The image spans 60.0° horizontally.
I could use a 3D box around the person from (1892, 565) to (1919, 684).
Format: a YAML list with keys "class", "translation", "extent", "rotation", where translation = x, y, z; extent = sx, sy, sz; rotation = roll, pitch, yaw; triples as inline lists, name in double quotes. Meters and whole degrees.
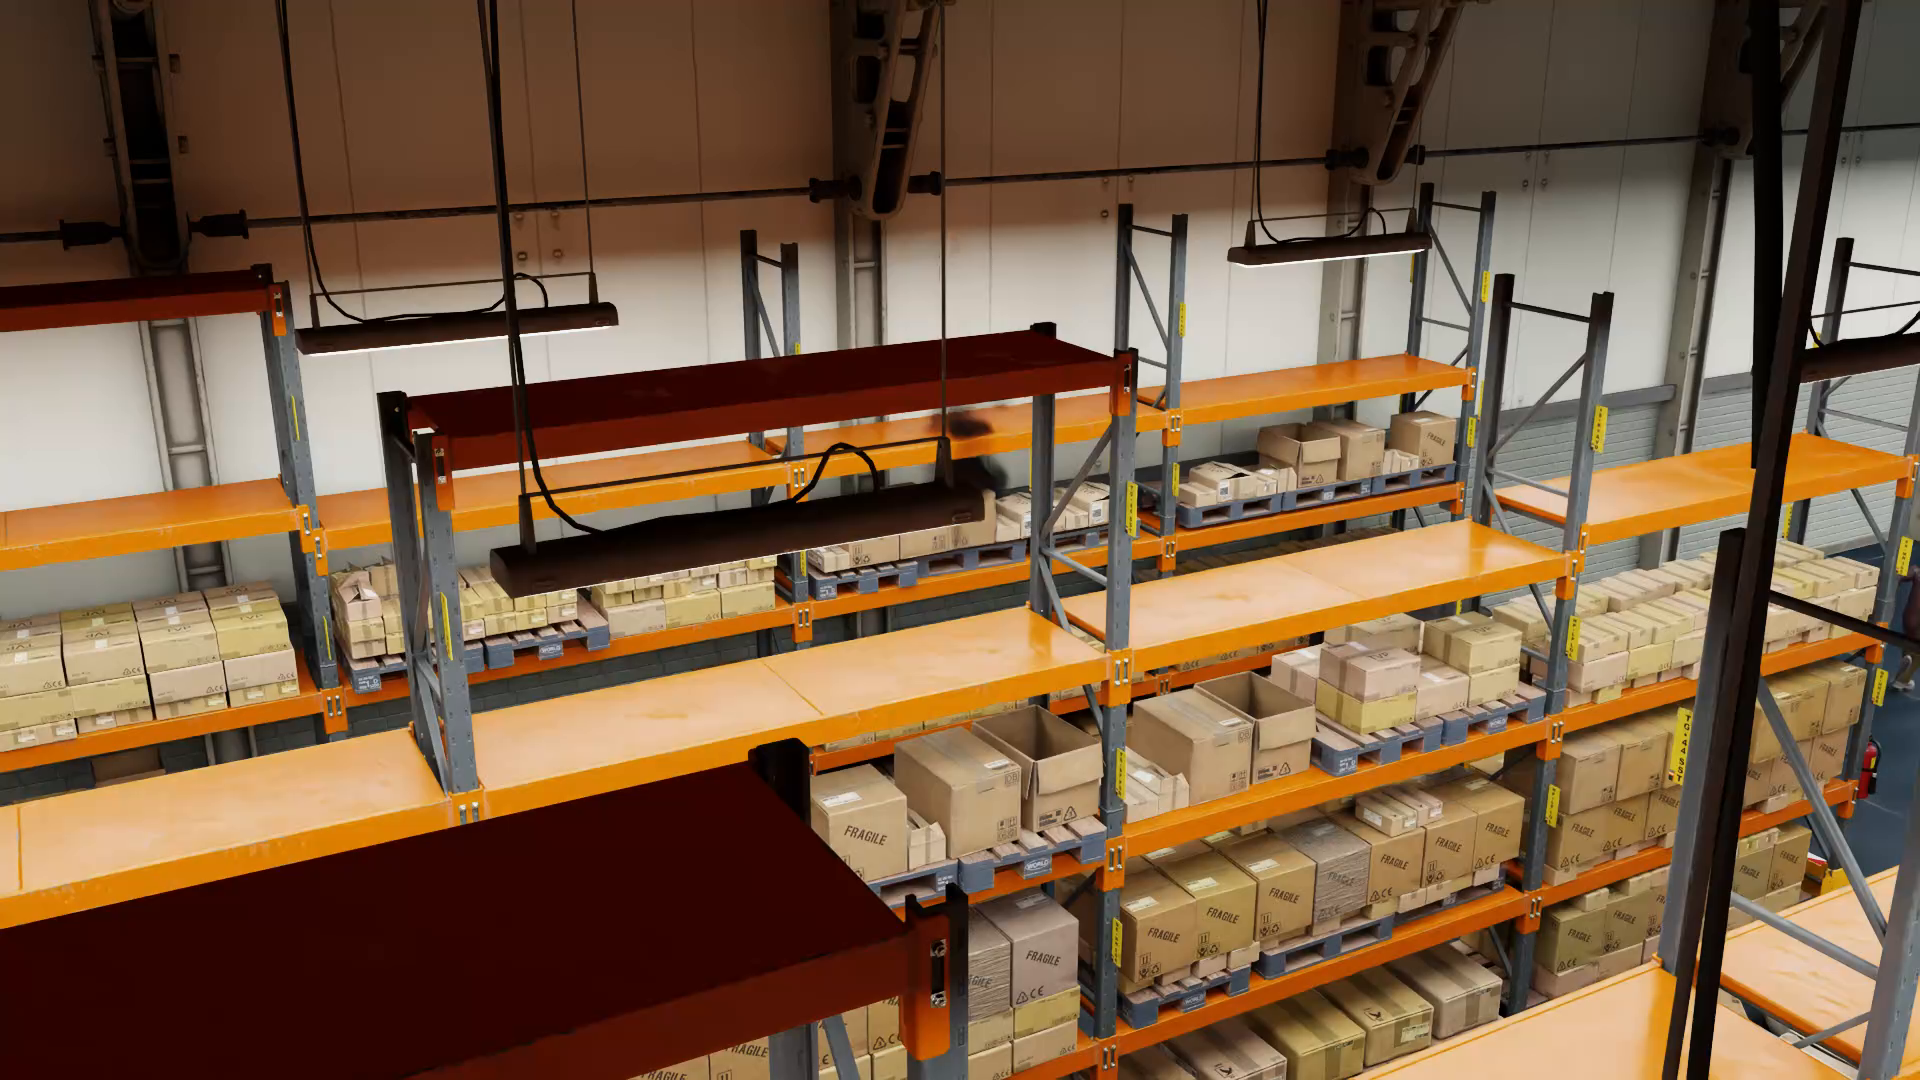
- class: "person"
  translation: [11.539, 0.894, 19.917]
  extent: [0.761, 1.654, 0.704]
  rotation: [16, 24, 41]
